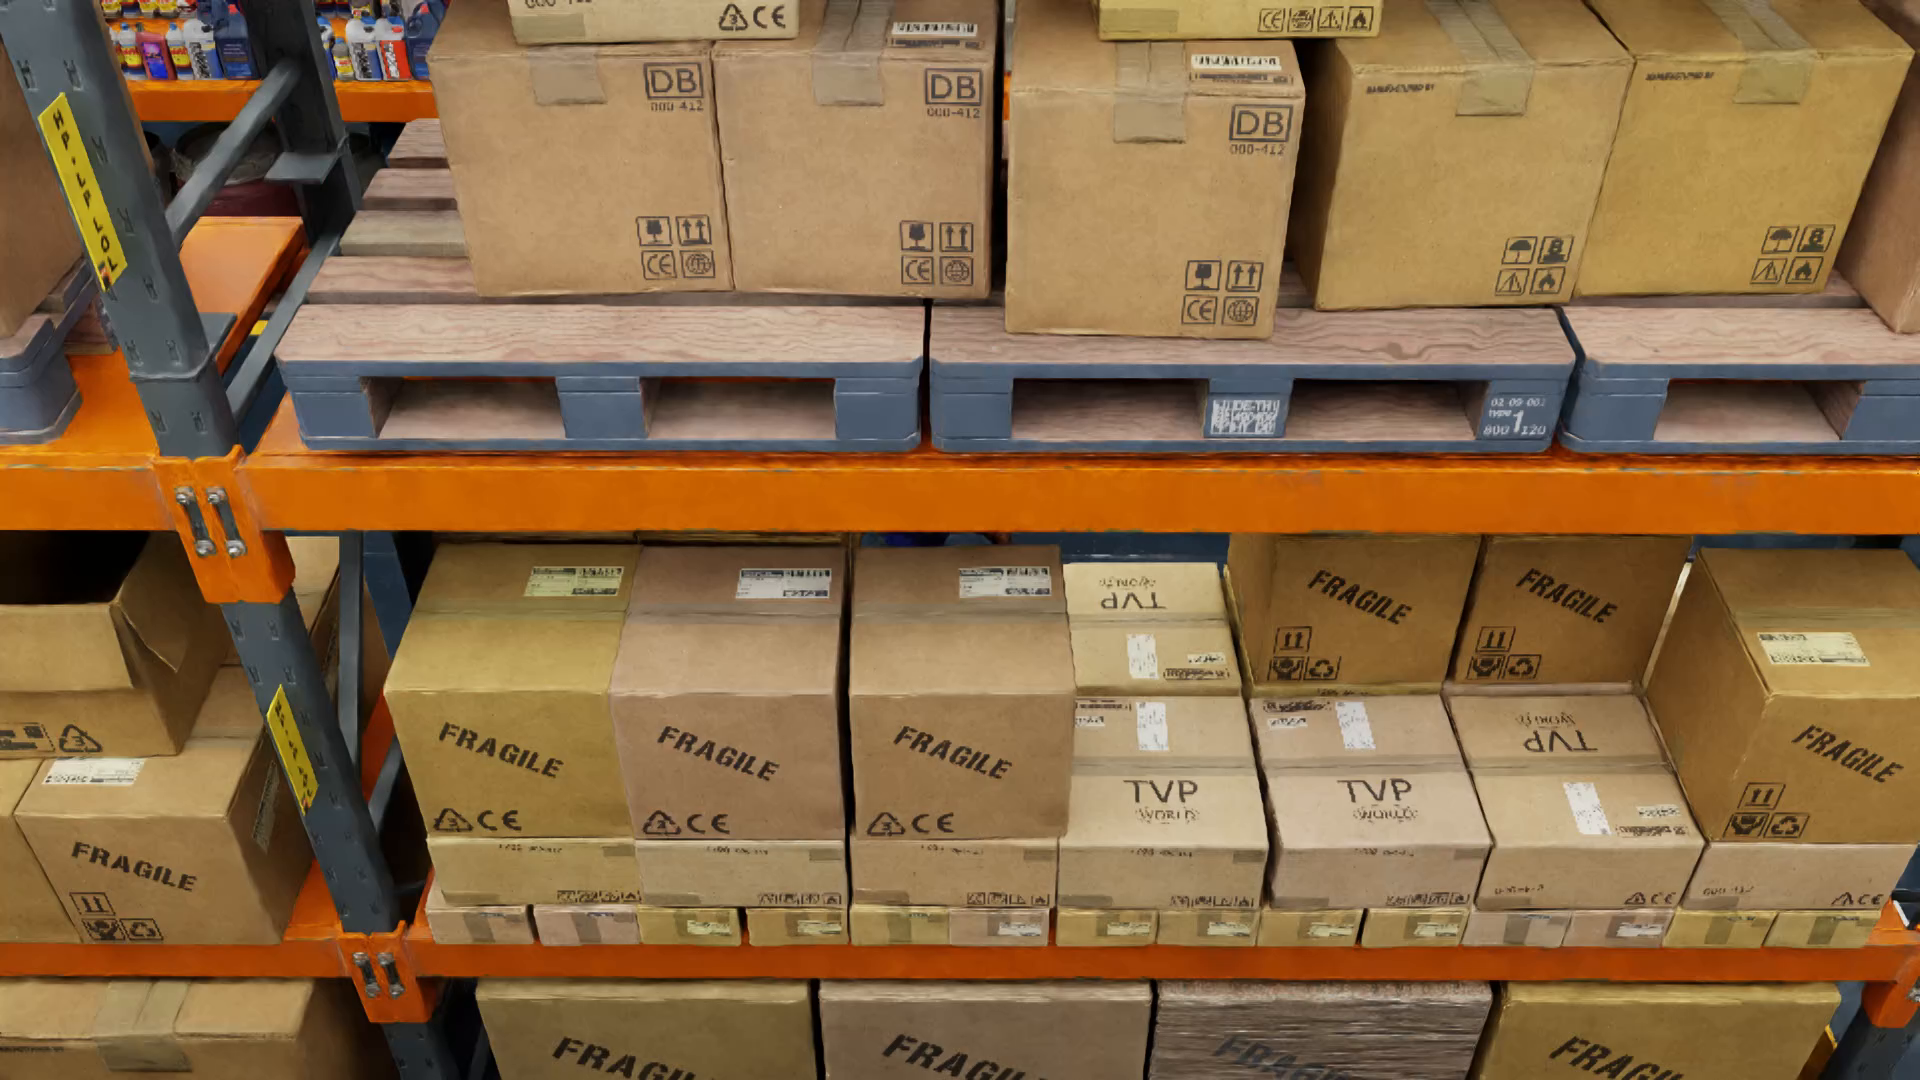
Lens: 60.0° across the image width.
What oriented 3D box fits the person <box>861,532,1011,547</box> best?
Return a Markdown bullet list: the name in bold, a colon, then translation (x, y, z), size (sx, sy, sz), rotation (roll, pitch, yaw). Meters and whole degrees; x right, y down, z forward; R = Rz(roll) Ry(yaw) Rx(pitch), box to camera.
- **person**: translation (-0.235, 0.164, 5.965), size (0.743, 1.647, 0.613), rotation (-21, 44, -24)
